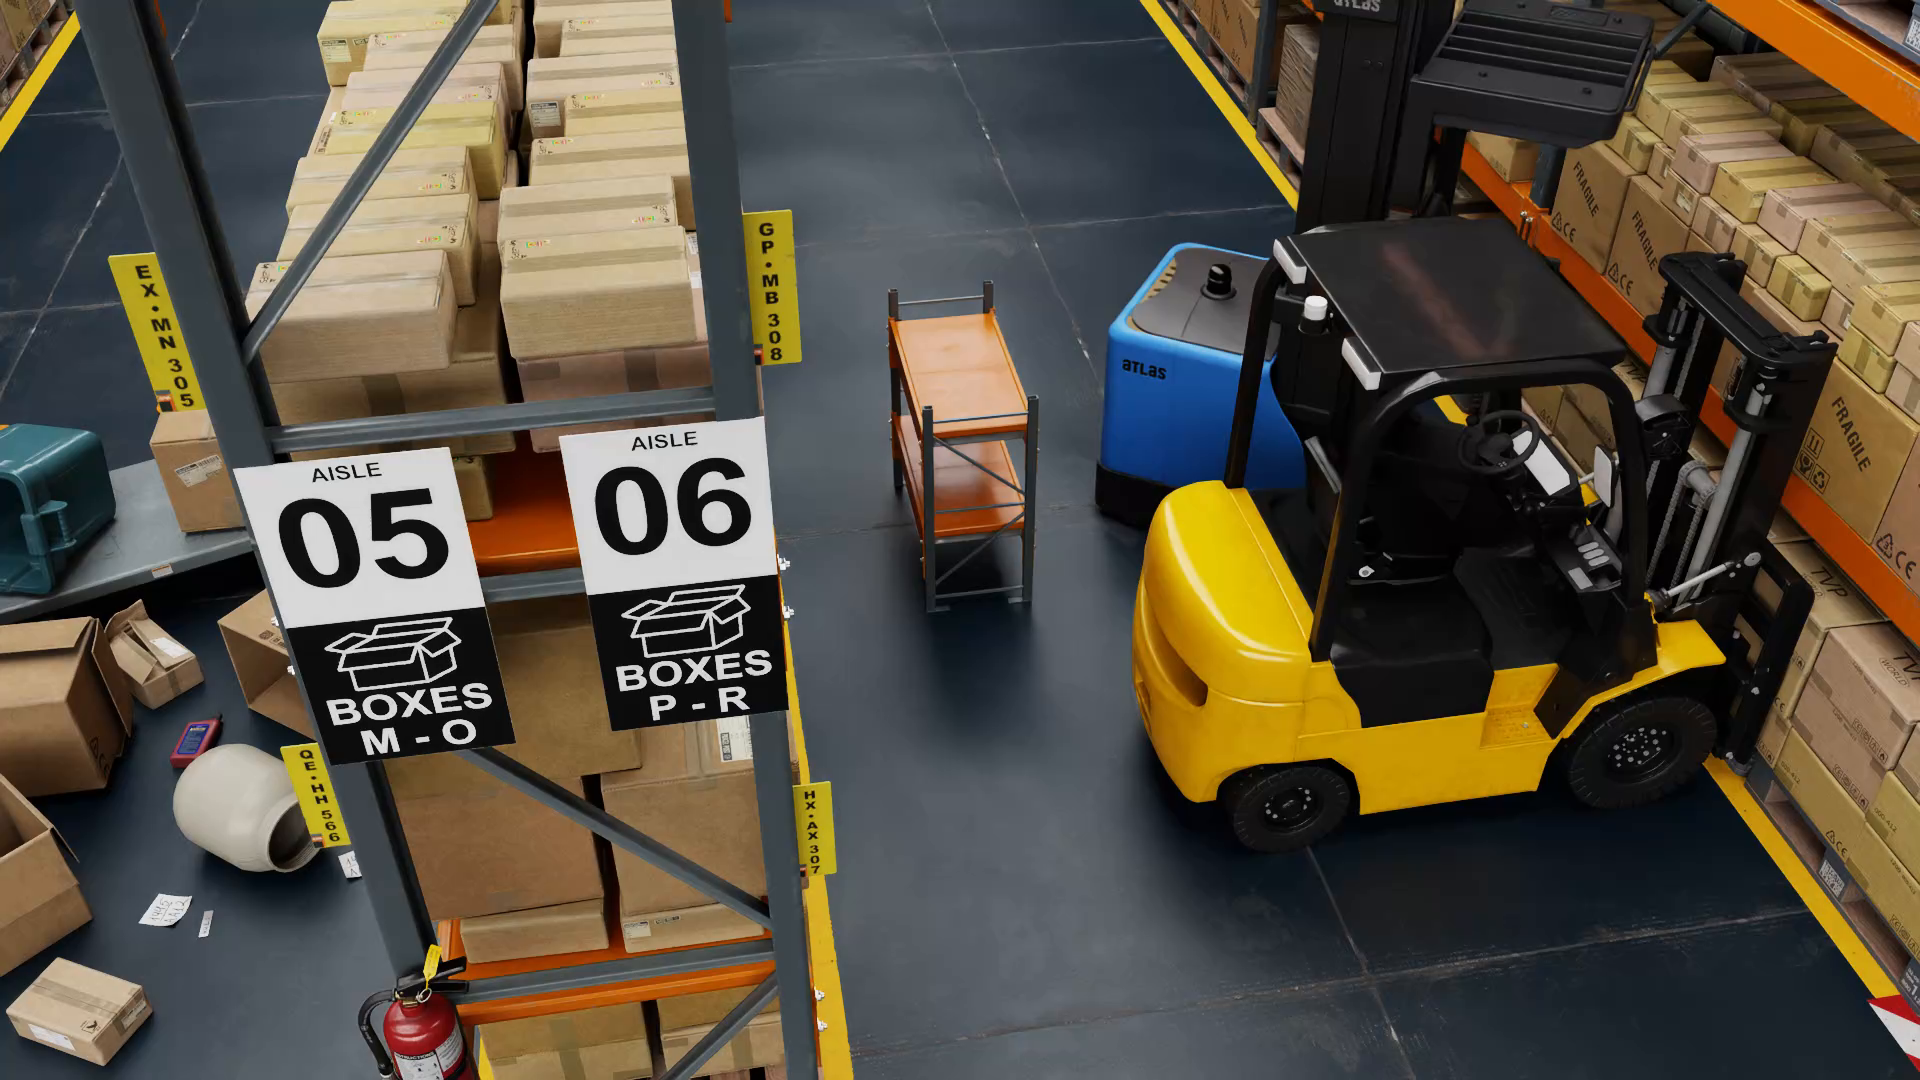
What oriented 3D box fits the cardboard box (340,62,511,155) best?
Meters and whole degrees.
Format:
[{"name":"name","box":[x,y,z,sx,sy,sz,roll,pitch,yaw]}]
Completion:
[{"name":"cardboard box","box":[-1.344,-1.078,4.203,0.380,0.149,0.250,-6,38,-8]}]

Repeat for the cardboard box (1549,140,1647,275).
[{"name":"cardboard box","box":[3.112,-1.582,7.659,0.500,0.500,0.500,-7,38,-9]}]

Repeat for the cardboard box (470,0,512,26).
[{"name":"cardboard box","box":[-1.507,-1.547,4.806,0.380,0.149,0.250,-6,38,-7]}]

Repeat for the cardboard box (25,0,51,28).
[{"name":"cardboard box","box":[-7.476,-4.299,12.934,0.500,0.500,0.500,-7,38,-9]}]

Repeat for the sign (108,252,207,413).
[{"name":"sign","box":[-1.444,-0.373,3.018,0.100,0.325,0.005,-6,38,-8]}]

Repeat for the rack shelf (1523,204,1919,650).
[{"name":"rack shelf","box":[3.642,-0.346,6.737,1.077,0.370,4.000,-6,38,-8]}]

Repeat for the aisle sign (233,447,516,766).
[{"name":"aisle sign","box":[-1.168,0.156,3.385,0.394,0.787,0.004,-6,38,-8]}]

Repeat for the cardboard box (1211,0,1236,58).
[{"name":"cardboard box","box":[2.227,-3.969,12.509,0.500,0.500,0.500,-7,38,-9]}]

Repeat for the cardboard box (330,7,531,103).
[{"name":"cardboard box","box":[-1.522,-1.331,4.852,0.500,0.250,0.500,-6,38,-8]}]

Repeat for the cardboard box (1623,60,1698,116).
[{"name":"cardboard box","box":[3.055,-2.027,7.461,0.380,0.149,0.250,-5,38,-7]}]

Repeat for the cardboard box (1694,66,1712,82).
[{"name":"cardboard box","box":[3.454,-2.311,8.394,0.500,0.250,0.500,-7,38,-9]}]

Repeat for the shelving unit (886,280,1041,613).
[{"name":"shelving unit","box":[-0.001,-0.448,7.810,0.538,1.125,1.048,-6,38,-8]}]

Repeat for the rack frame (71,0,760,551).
[{"name":"rack frame","box":[-0.894,-1.255,2.431,1.000,3.000,0.127,-6,38,-8]}]

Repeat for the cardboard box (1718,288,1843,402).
[{"name":"cardboard box","box":[3.377,-0.657,6.469,0.500,0.500,0.500,-6,38,-8]}]

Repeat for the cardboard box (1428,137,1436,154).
[{"name":"cardboard box","box":[2.926,-2.304,10.264,0.875,0.625,0.625,-8,39,-10]}]

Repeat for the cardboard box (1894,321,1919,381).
[{"name":"cardboard box","box":[3.450,-0.634,5.668,0.380,0.149,0.250,-5,38,-7]}]

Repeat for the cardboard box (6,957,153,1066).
[{"name":"cardboard box","box":[-3.112,1.666,5.885,0.380,0.149,0.250,13,40,16]}]

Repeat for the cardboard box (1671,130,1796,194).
[{"name":"cardboard box","box":[3.187,-1.559,6.859,0.380,0.149,0.250,-5,38,-7]}]

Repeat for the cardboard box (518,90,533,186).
[{"name":"cardboard box","box":[-0.913,-1.076,4.525,0.500,0.250,0.500,-5,38,-7]}]

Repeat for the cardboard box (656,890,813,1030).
[{"name":"cardboard box","box":[-0.768,1.206,5.440,0.500,0.500,0.500,-7,38,-9]}]

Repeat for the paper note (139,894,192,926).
[{"name":"paper note","box":[-3.021,1.405,6.326,0.148,0.019,0.142,6,38,8]}]

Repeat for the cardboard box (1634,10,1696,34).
[{"name":"cardboard box","box":[3.445,-2.537,8.360,0.380,0.149,0.250,-7,38,-9]}]

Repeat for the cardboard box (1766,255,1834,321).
[{"name":"cardboard box","box":[3.339,-0.977,6.352,0.380,0.149,0.250,-7,38,-9]}]

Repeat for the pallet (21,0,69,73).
[{"name":"pallet","box":[-7.715,-3.969,13.087,1.003,0.211,1.213,-6,38,-8]}]

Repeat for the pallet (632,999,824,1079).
[{"name":"pallet","box":[-1.015,1.675,5.822,1.003,0.211,1.213,-6,38,-8]}]

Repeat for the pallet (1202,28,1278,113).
[{"name":"pallet","box":[2.496,-3.608,12.622,1.003,0.211,1.213,-6,38,-8]}]

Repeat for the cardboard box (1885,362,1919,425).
[{"name":"cardboard box","box":[3.471,-0.519,5.762,0.380,0.149,0.250,-7,38,-9]}]

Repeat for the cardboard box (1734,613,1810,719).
[{"name":"cardboard box","box":[3.411,0.426,6.648,0.500,0.250,0.500,-7,38,-9]}]

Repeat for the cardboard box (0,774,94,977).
[{"name":"cardboard box","box":[-3.694,1.311,6.052,0.637,0.503,0.797,27,45,30]}]

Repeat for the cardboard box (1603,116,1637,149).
[{"name":"cardboard box","box":[3.088,-1.913,7.557,0.380,0.149,0.250,-7,38,-9]}]

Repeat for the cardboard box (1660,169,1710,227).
[{"name":"cardboard box","box":[3.178,-1.445,6.955,0.380,0.149,0.250,-5,38,-7]}]

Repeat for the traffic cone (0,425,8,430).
[{"name":"traffic cone","box":[-5.199,-0.679,8.647,0.336,0.463,0.334,-6,38,-8]}]

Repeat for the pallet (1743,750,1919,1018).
[{"name":"pallet","box":[3.817,1.221,6.405,1.003,0.211,1.213,-6,38,-8]}]

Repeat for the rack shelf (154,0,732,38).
[{"name":"rack shelf","box":[-1.244,-2.178,4.207,1.077,0.370,4.000,-6,38,-8]}]

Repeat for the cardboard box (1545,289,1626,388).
[{"name":"cardboard box","box":[3.067,-0.987,8.060,0.500,0.250,0.500,-7,38,-9]}]

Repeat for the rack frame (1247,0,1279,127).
[{"name":"rack frame","box":[2.590,-4.254,11.181,1.000,3.000,0.127,-6,38,-8]}]

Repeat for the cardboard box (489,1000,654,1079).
[{"name":"cardboard box","box":[-1.305,1.560,5.596,0.500,0.250,0.500,-6,38,-8]}]

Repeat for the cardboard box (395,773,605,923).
[{"name":"cardboard box","box":[-1.260,0.659,4.533,0.500,0.500,0.500,-7,38,-9]}]

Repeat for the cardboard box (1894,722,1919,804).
[{"name":"cardboard box","box":[3.605,0.858,5.684,0.500,0.250,0.500,-5,38,-6]}]

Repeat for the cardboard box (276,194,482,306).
[{"name":"cardboard box","box":[-1.251,-0.619,3.611,0.380,0.149,0.250,-6,38,-7]}]

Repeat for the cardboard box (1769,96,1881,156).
[{"name":"cardboard box","box":[3.707,-1.777,7.139,0.380,0.149,0.250,-7,38,-8]}]

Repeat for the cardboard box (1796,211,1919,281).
[{"name":"cardboard box","box":[3.420,-1.109,6.279,0.380,0.149,0.250,-6,38,-8]}]

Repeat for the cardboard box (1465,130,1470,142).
[{"name":"cardboard box","box":[2.852,-2.358,8.863,0.500,0.250,0.500,-6,38,-8]}]

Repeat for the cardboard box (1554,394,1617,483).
[{"name":"cardboard box","box":[3.162,-0.486,7.822,0.500,0.250,0.500,-6,38,-8]}]

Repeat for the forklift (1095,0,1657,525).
[{"name":"forklift","box":[2.230,-1.167,7.263,3.031,2.935,1.130,16,41,20]}]

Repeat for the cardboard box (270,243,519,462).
[{"name":"cardboard box","box":[-1.249,-0.409,3.666,0.500,0.250,0.500,-7,38,-9]}]

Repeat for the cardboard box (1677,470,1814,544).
[{"name":"cardboard box","box":[3.330,-0.060,6.866,0.500,0.250,0.500,-7,38,-9]}]

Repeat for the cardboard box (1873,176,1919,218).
[{"name":"cardboard box","box":[3.837,-1.314,6.544,0.380,0.149,0.250,-7,38,-8]}]

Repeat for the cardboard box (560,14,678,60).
[{"name":"cardboard box","box":[-0.872,-1.297,4.484,0.380,0.149,0.250,-5,38,-7]}]

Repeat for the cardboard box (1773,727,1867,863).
[{"name":"cardboard box","box":[3.521,0.947,6.385,0.500,0.250,0.500,-6,38,-8]}]

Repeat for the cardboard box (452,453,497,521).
[{"name":"cardboard box","box":[-1.232,-0.157,3.667,0.380,0.149,0.250,-6,38,-8]}]

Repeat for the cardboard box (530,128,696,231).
[{"name":"cardboard box","box":[-0.798,-0.831,3.885,0.380,0.149,0.250,-6,38,-8]}]

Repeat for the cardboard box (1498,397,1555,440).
[{"name":"cardboard box","box":[3.050,-0.590,8.364,0.500,0.250,0.500,-6,38,-7]}]

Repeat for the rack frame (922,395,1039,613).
[{"name":"rack frame","box":[0.088,-0.141,7.415,0.500,1.125,0.032,-6,38,-8]}]

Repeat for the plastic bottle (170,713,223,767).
[{"name":"plastic bottle","box":[-3.215,0.839,7.020,0.133,0.061,0.283,0,38,0]}]
